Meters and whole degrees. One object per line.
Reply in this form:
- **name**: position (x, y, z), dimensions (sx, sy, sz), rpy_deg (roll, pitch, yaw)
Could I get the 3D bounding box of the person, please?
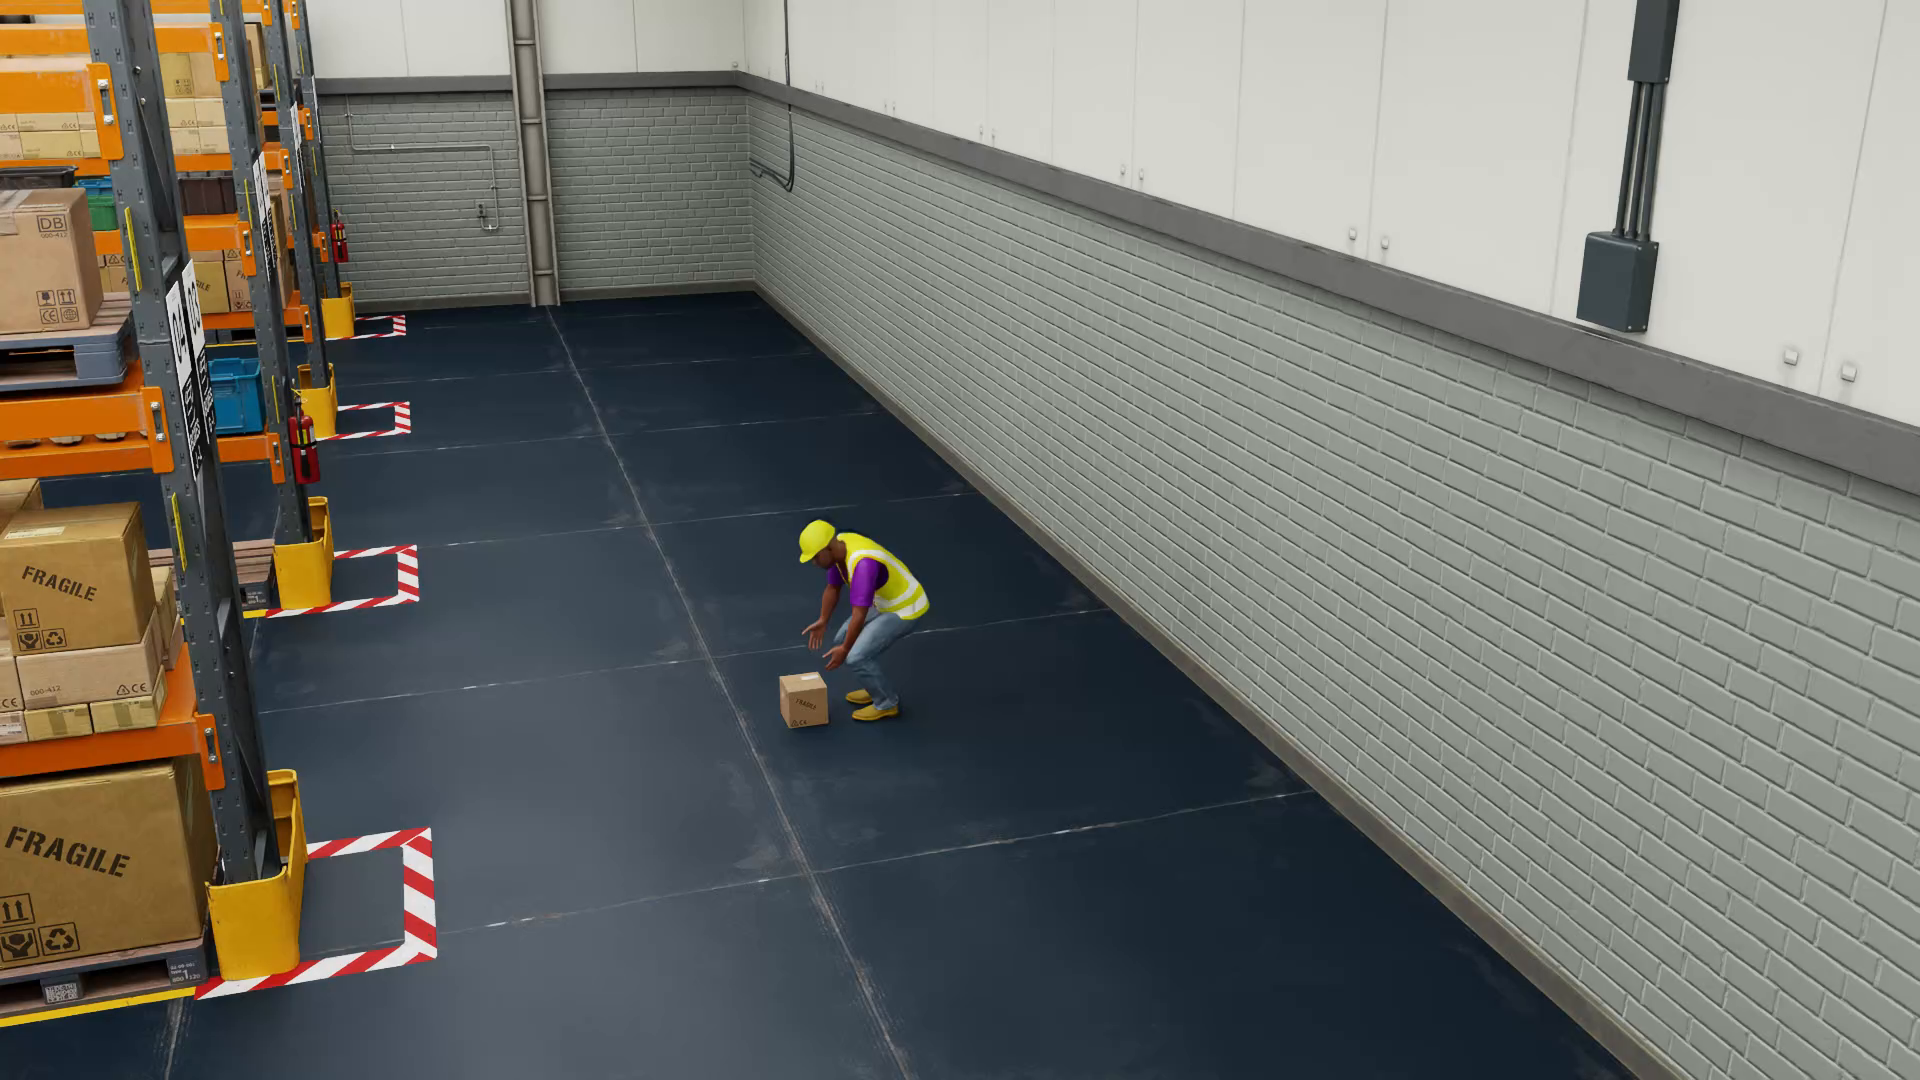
- **person**: position (-0.589, 0.475, 10.354), dimensions (0.805, 1.313, 0.629), rpy_deg (-6, 20, -17)
